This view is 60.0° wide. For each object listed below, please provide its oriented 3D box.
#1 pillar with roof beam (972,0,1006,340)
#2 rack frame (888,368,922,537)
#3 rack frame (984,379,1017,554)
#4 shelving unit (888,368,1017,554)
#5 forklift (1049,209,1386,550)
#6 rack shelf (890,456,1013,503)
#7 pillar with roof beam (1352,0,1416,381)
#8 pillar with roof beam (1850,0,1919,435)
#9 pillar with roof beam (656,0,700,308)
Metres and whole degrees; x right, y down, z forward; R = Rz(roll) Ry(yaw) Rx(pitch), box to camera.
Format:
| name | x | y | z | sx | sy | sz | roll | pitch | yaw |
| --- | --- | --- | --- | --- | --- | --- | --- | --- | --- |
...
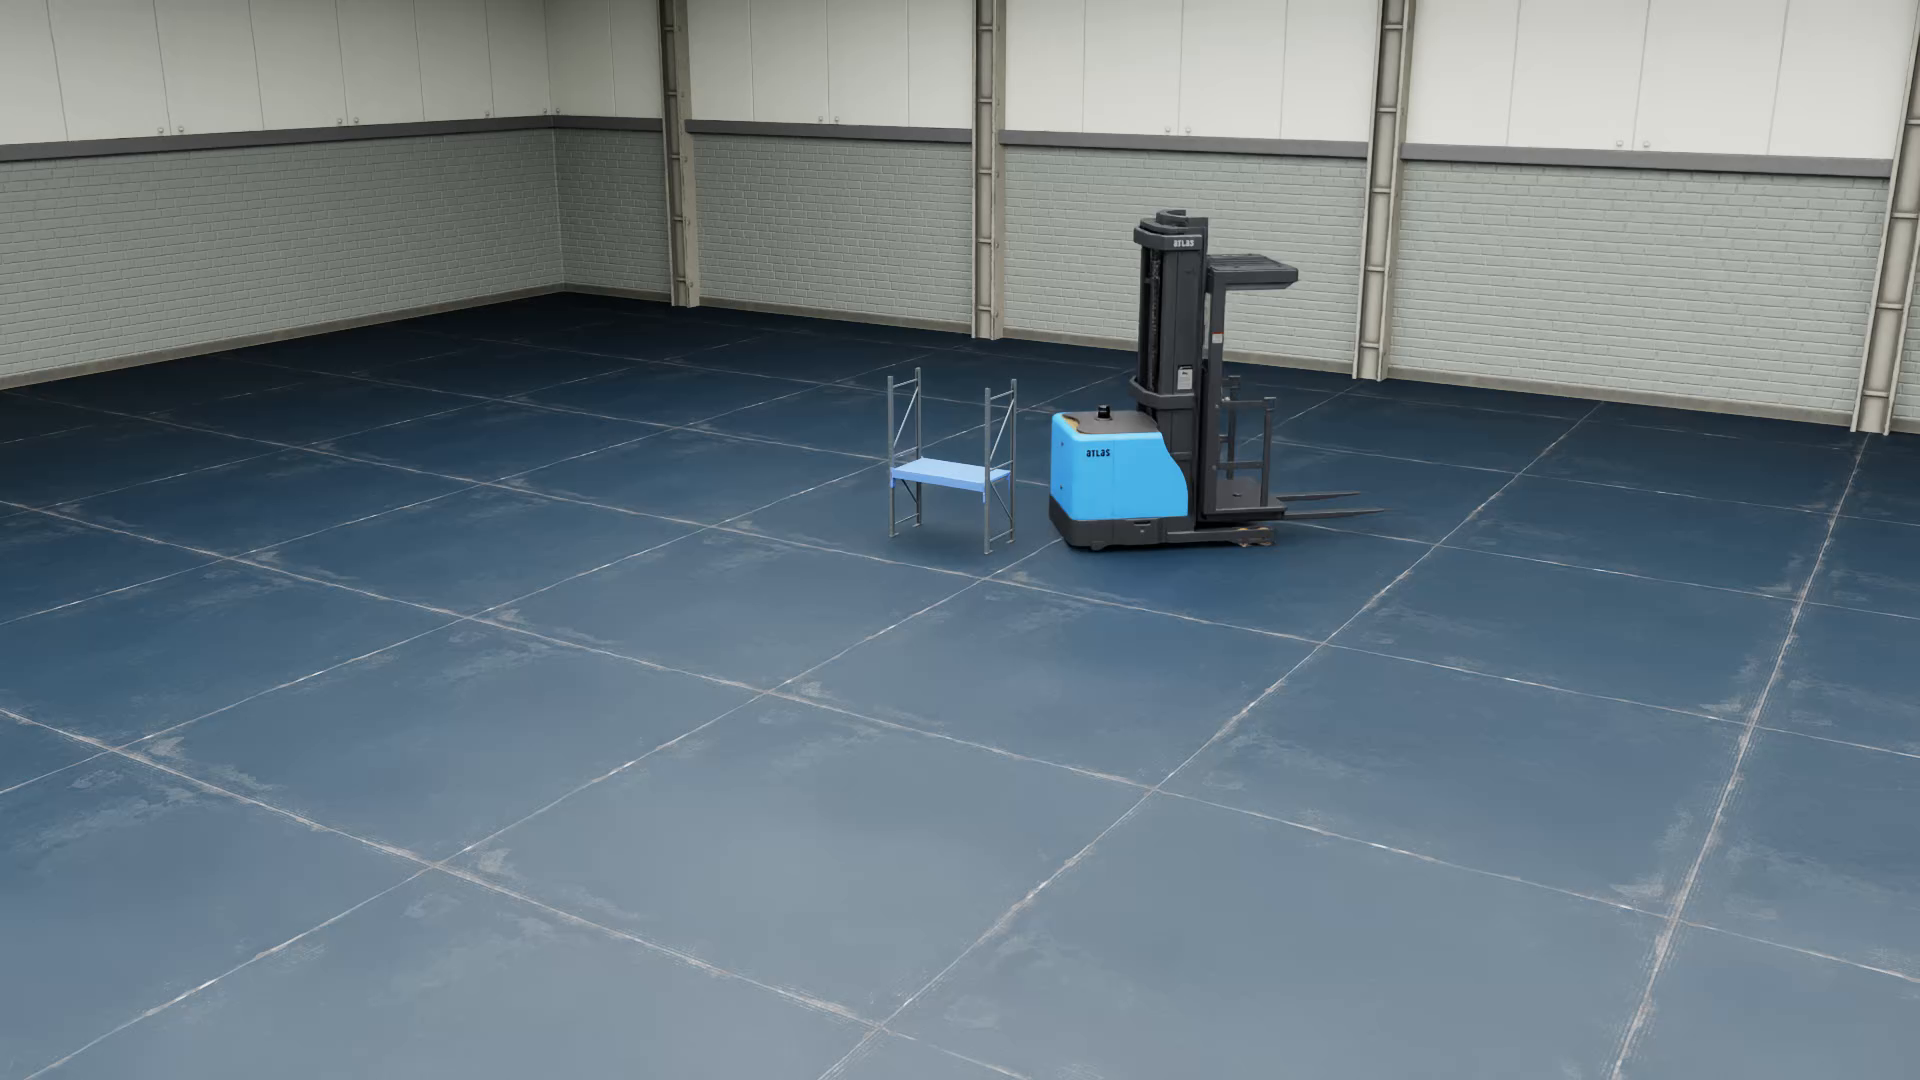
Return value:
| name | x | y | z | sx | sy | sz | roll | pitch | yaw |
| --- | --- | --- | --- | --- | --- | --- | --- | --- | --- |
| pillar with roof beam | -1.829 | -6.343 | 20.647 | 0.400 | 9.000 | 9.100 | 10 | 20 | 30 |
| rack frame | -0.506 | -0.808 | 15.329 | 0.032 | 1.500 | 0.500 | 10 | 20 | 30 |
| rack frame | 0.360 | -0.653 | 14.820 | 0.032 | 1.500 | 0.500 | 10 | 20 | 30 |
| shelving unit | -0.073 | -0.731 | 15.075 | 1.048 | 1.500 | 0.538 | 10 | 20 | 30 |
| forklift | 2.403 | -1.491 | 15.116 | 3.031 | 2.935 | 1.130 | -3 | 17 | -9 |
| rack shelf | -0.073 | -0.558 | 15.127 | 1.000 | 0.185 | 0.538 | 10 | 20 | 30 |
| pillar with roof beam | 3.284 | -5.430 | 17.643 | 0.400 | 9.000 | 9.100 | 10 | 20 | 30 |
| pillar with roof beam | 8.396 | -4.517 | 14.638 | 0.400 | 9.000 | 9.100 | 10 | 20 | 30 |
| pillar with roof beam | -6.942 | -7.255 | 23.652 | 0.400 | 9.000 | 9.100 | 10 | 20 | 30 |
